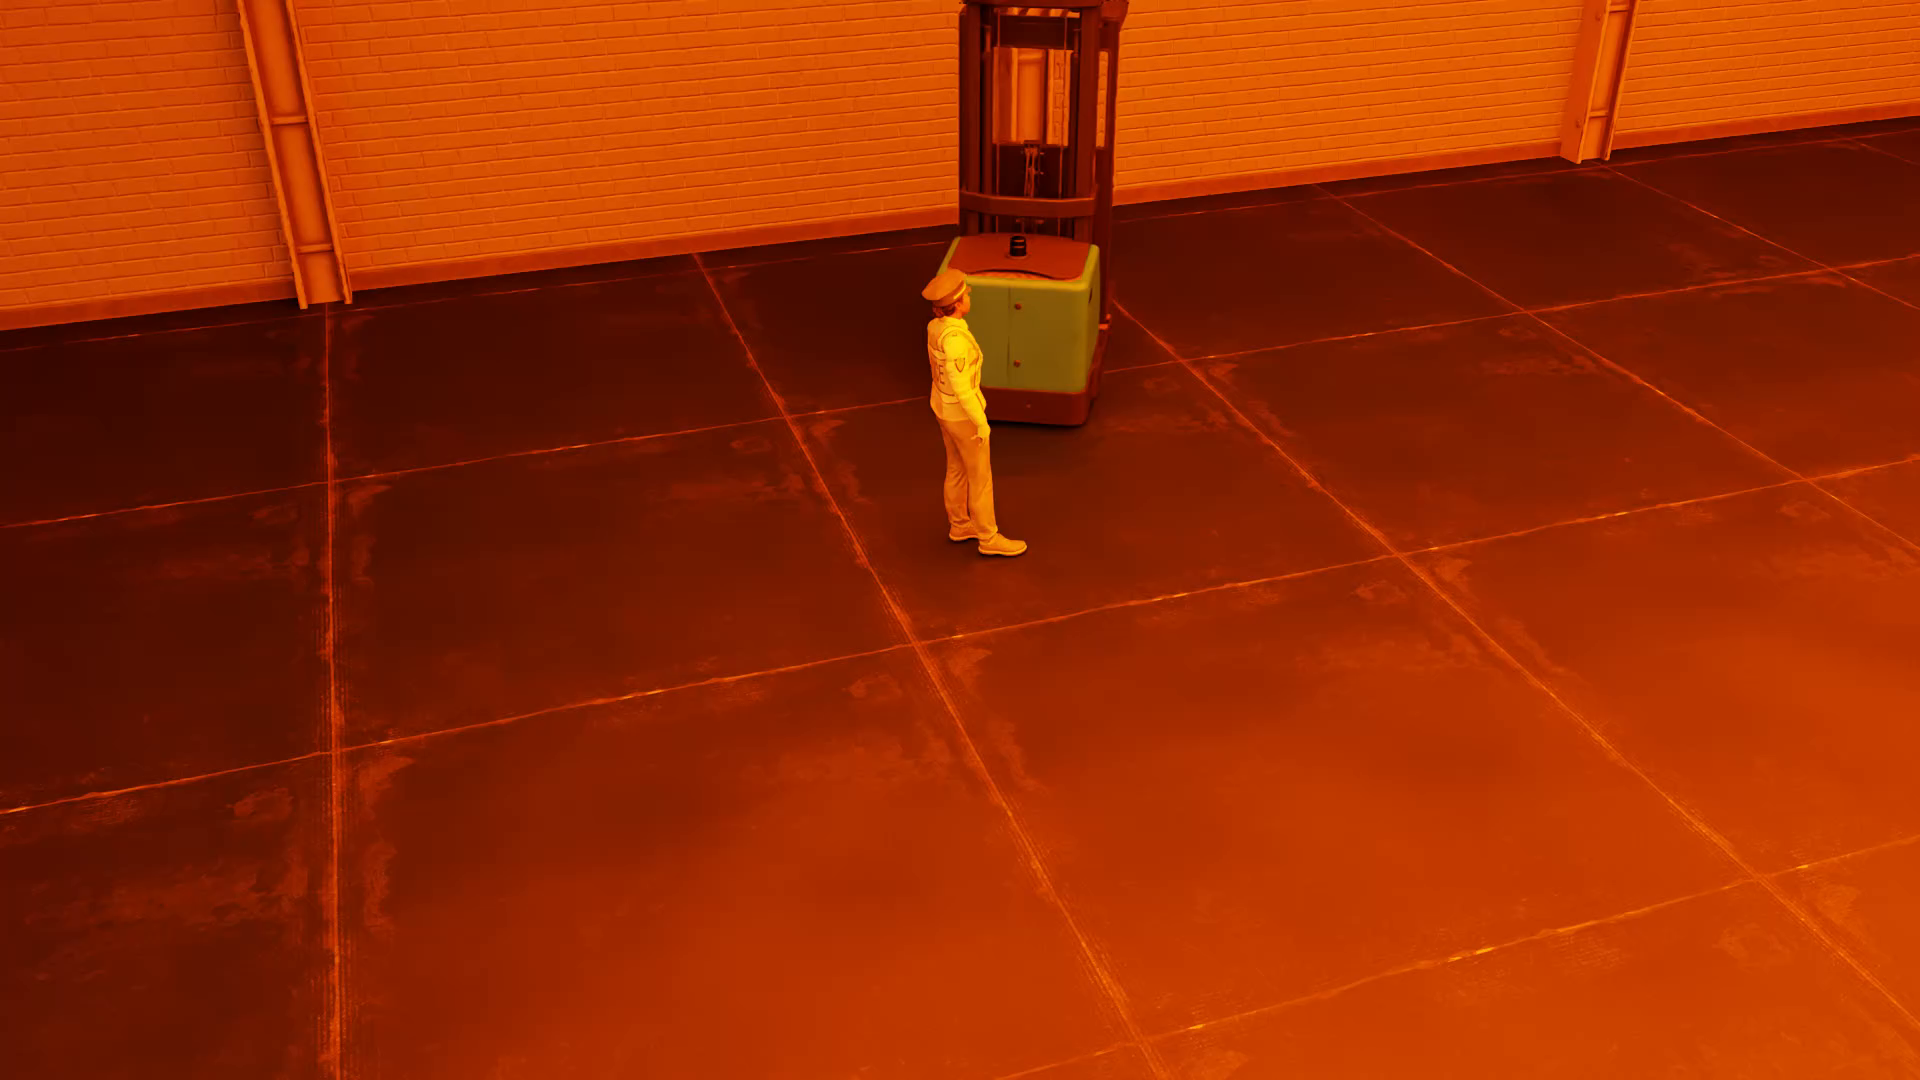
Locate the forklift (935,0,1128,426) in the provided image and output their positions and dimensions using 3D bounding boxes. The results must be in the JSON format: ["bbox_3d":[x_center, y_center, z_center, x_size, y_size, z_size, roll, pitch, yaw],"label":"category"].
[{"bbox_3d":[0.574,-2.758,11.881,1.130,2.935,3.031,5,30,8],"label":"forklift"}]

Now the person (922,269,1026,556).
[{"bbox_3d":[0.067,-0.748,9.613,0.532,1.694,0.586,-10,31,-16],"label":"person"}]
